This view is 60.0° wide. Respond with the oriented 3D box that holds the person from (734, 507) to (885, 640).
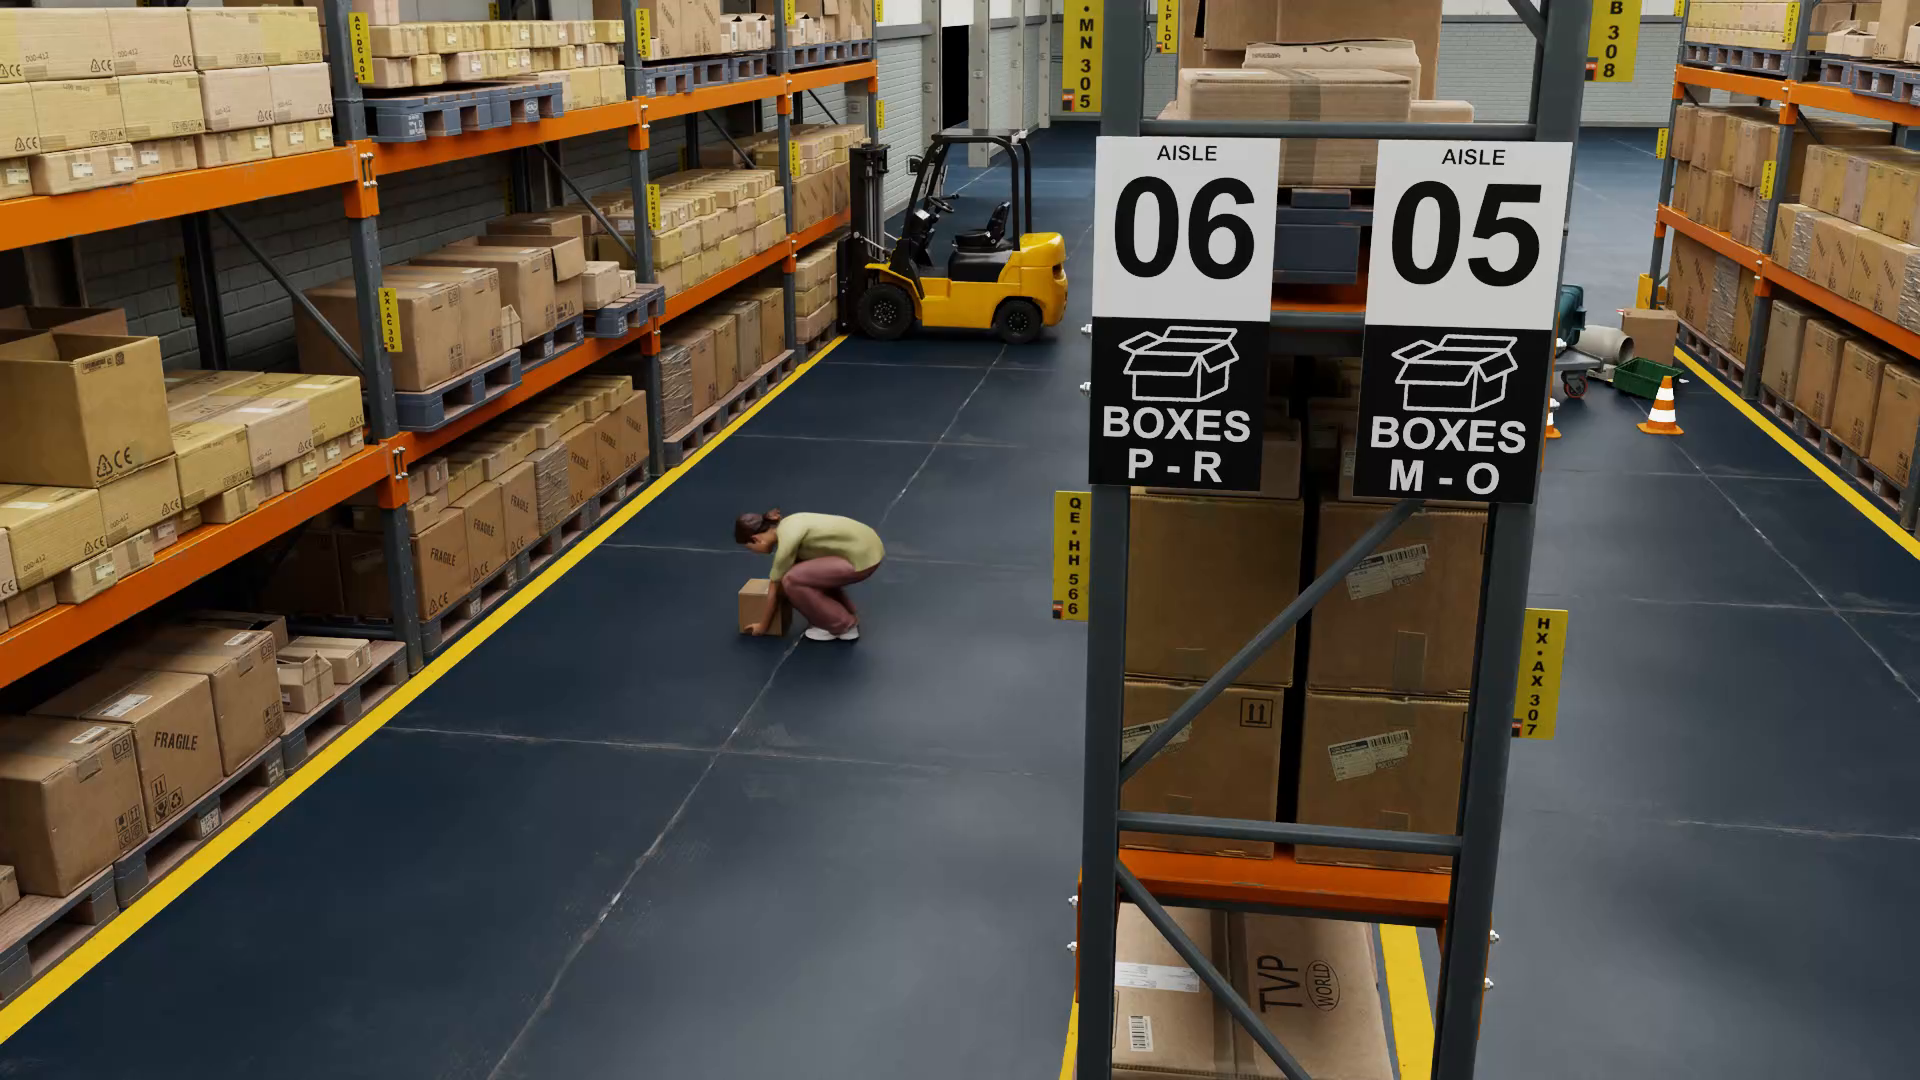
[{"bbox_3d":[-0.861,0.180,9.537,0.858,0.767,0.452,2,18,7],"label":"person"}]
